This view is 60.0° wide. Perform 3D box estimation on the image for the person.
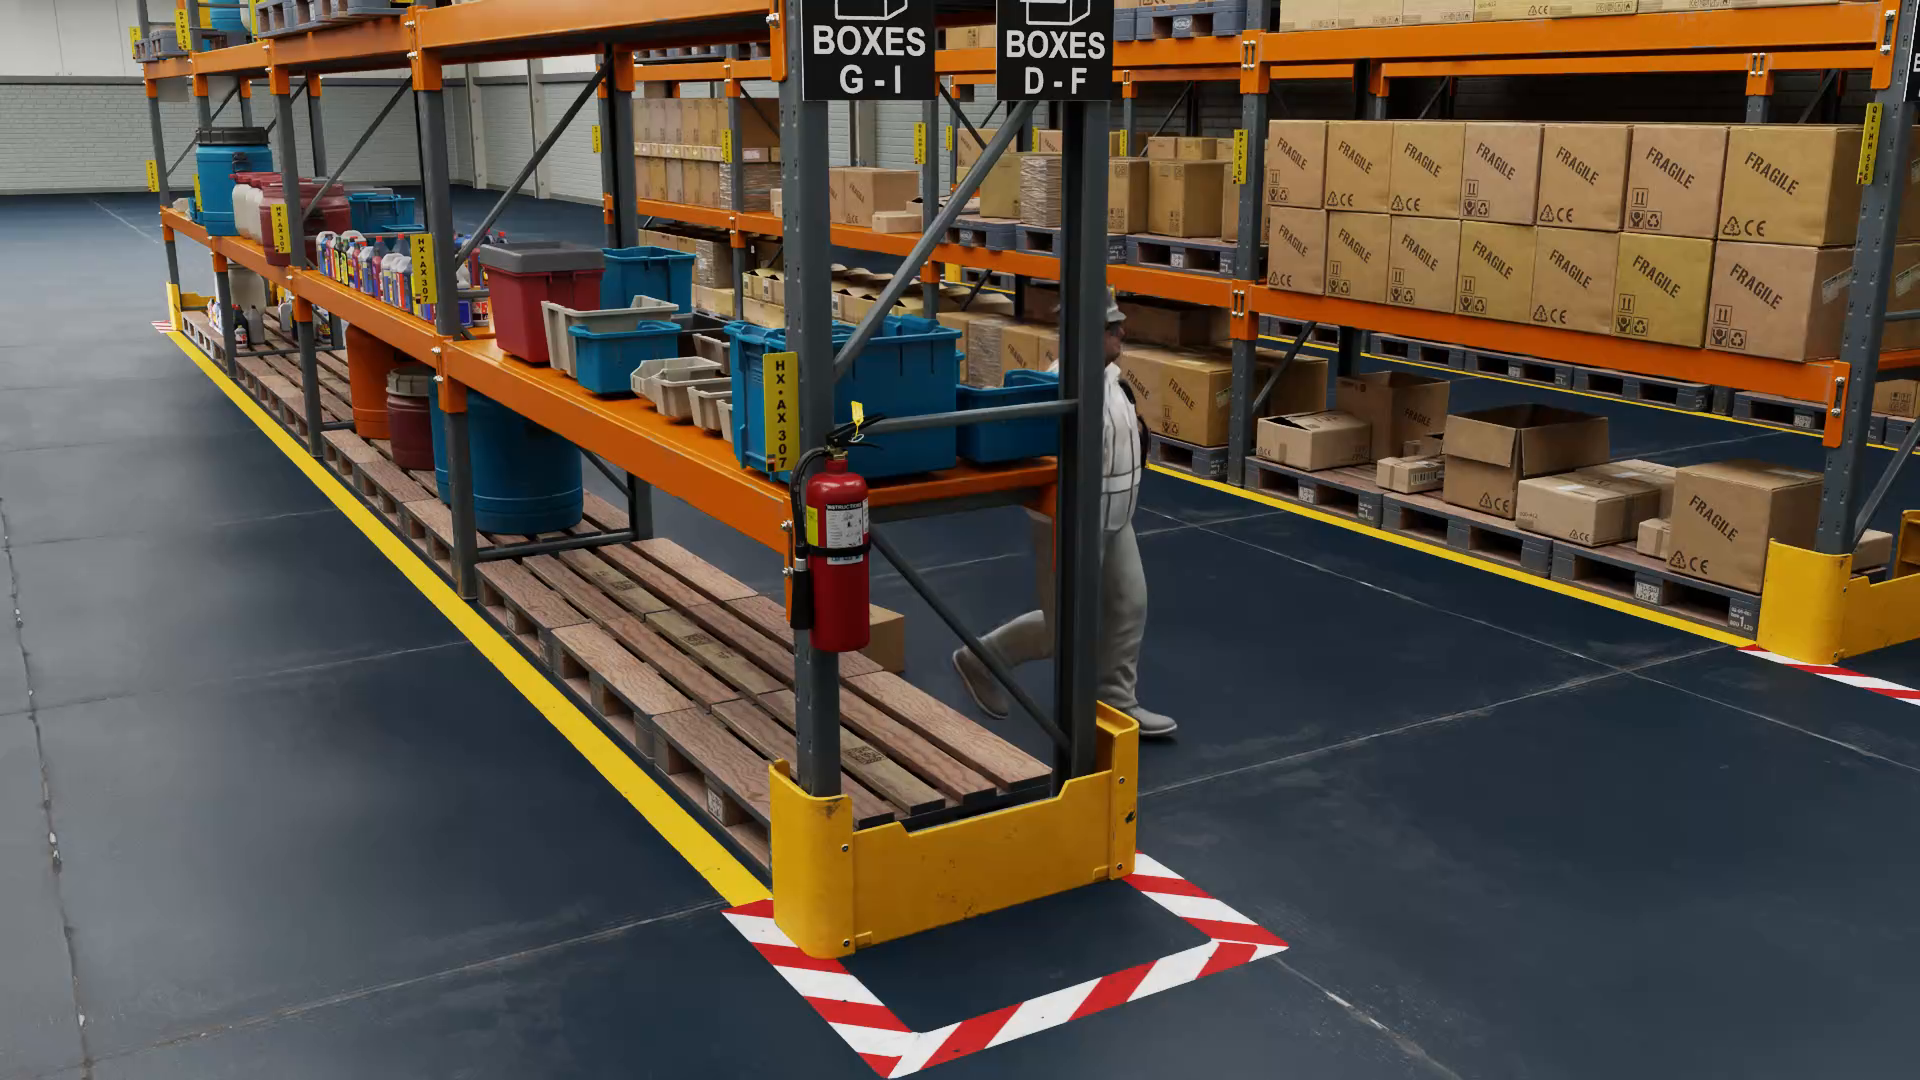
[{"bbox_3d":[0.417,-0.109,6.339,0.854,1.738,0.523,8,17,28],"label":"person"}]
